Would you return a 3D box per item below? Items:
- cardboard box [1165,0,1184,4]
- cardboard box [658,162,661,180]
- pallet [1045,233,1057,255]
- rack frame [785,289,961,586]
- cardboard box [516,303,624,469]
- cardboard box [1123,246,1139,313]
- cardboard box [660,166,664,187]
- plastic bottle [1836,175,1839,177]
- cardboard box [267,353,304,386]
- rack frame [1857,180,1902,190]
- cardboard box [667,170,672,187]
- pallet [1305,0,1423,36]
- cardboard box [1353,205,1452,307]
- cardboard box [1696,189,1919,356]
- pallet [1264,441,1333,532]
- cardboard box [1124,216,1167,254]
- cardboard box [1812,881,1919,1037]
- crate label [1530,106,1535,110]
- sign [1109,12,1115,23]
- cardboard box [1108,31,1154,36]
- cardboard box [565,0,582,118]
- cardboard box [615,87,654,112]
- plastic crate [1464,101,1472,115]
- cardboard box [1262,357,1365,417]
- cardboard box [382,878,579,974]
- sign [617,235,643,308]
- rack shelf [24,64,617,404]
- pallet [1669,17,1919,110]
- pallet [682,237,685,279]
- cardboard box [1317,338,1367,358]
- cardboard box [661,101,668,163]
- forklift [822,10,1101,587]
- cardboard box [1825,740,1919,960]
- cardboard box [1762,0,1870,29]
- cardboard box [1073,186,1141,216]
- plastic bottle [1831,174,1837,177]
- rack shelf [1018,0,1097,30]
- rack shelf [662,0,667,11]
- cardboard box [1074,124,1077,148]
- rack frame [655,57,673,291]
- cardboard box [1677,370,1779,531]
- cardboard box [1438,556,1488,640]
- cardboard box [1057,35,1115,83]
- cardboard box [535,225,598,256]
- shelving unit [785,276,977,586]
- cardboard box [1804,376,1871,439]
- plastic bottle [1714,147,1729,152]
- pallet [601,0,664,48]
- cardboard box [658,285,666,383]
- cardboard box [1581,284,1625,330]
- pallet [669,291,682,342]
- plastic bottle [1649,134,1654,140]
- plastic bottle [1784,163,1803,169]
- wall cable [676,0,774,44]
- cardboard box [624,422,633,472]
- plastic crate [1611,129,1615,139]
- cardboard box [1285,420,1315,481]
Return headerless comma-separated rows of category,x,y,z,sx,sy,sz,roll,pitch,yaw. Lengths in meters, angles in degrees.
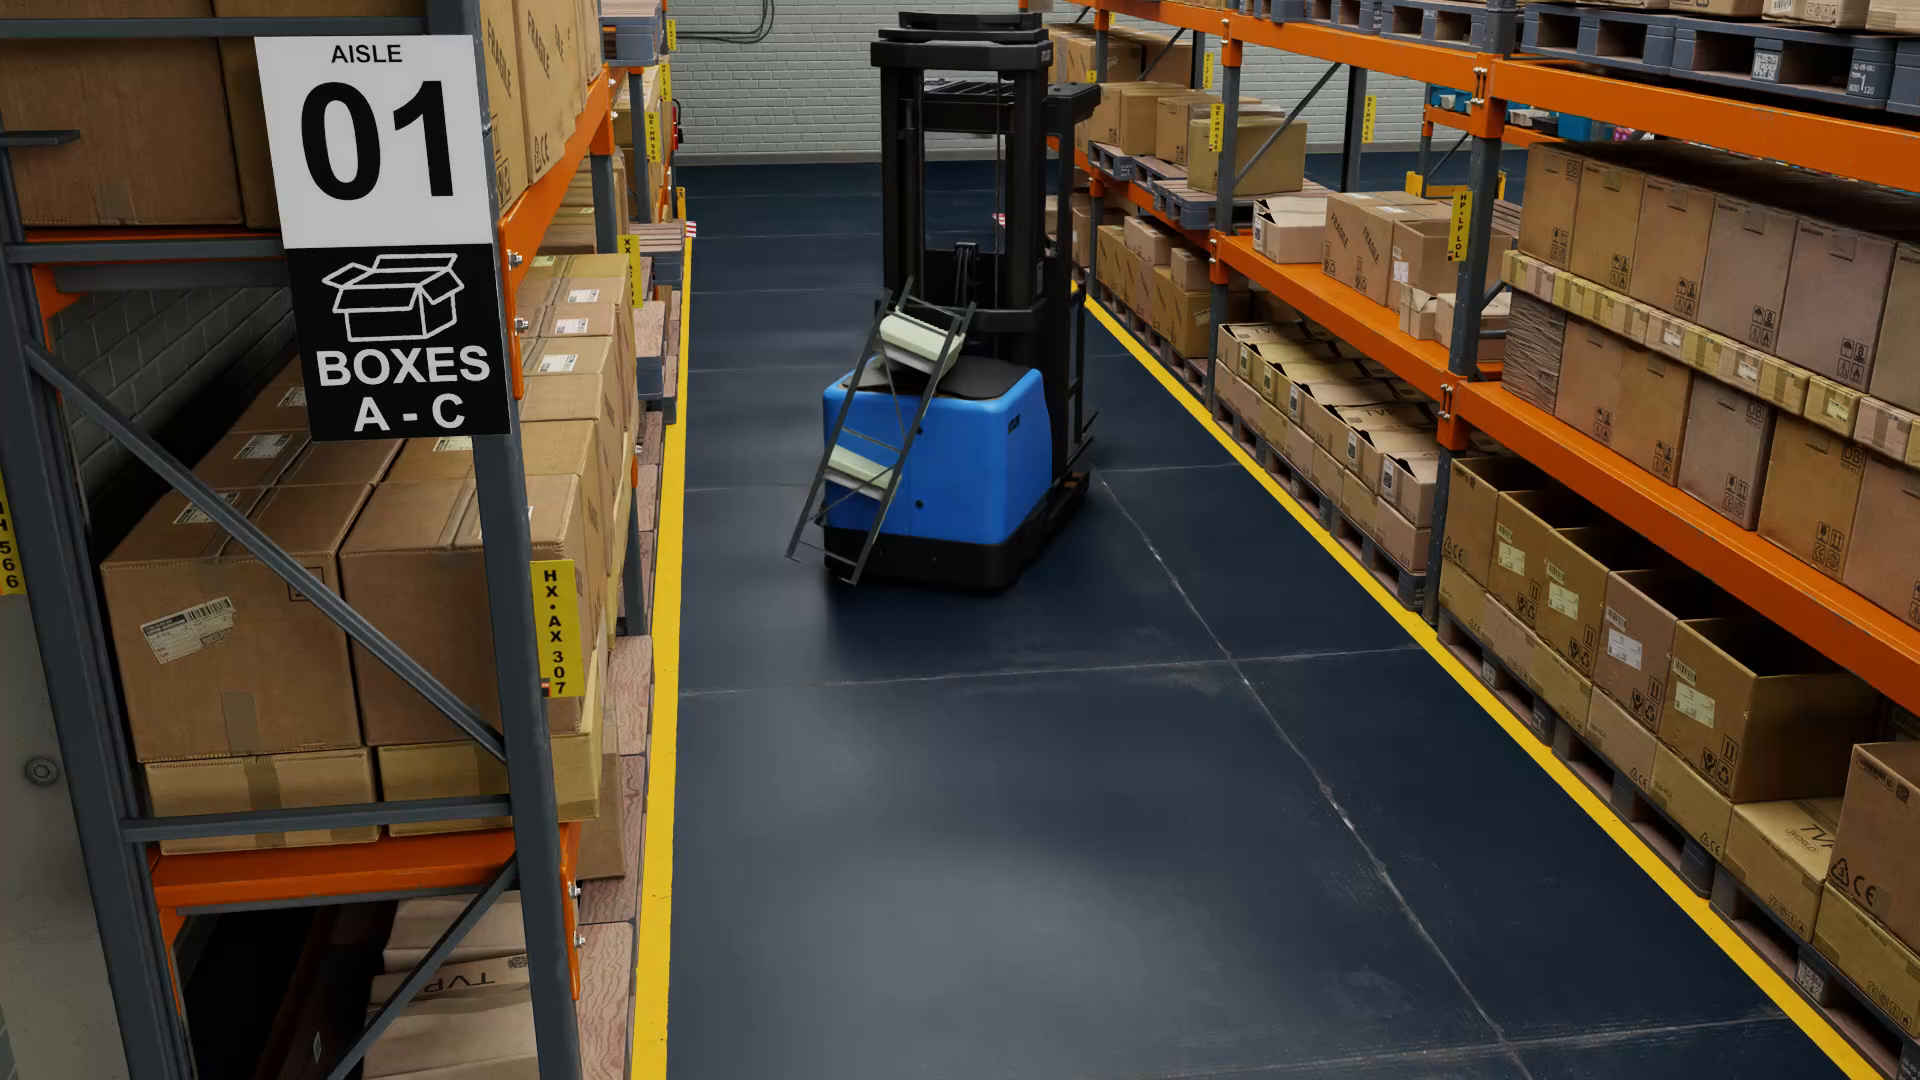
cardboard box,2.078,-4.348,12.641,0.910,0.500,0.500,-3,21,-8
cardboard box,-2.615,-3.049,12.997,0.500,0.500,0.500,-2,21,-6
pallet,1.469,-3.130,17.795,1.003,0.211,1.213,-3,21,-8
rack frame,-0.455,-0.508,8.495,0.400,1.500,0.023,23,16,1
cardboard box,-1.489,-0.549,6.013,0.500,0.500,0.500,-4,21,-9
cardboard box,1.727,-2.273,14.459,0.500,0.500,0.500,-3,21,-7
cardboard box,-2.678,-3.046,13.916,0.380,0.149,0.250,-3,21,-8
plastic bottle,7.359,-3.106,13.929,0.097,0.271,0.097,0,20,0
cardboard box,-1.918,-0.340,5.454,0.500,0.500,0.500,-3,21,-7
rack frame,7.225,-2.639,12.494,1.000,3.000,0.127,-3,21,-8
cardboard box,-3.296,-3.878,17.856,0.380,0.149,0.250,-2,21,-6
pallet,2.673,-3.090,9.684,1.003,0.211,1.213,-2,21,-5
cardboard box,2.656,-1.675,9.770,0.500,0.500,0.500,-3,21,-8
cardboard box,3.186,-0.985,6.070,0.700,0.500,0.500,-3,21,-8
pallet,2.575,-0.376,10.420,1.003,0.211,1.213,-3,21,-8
cardboard box,1.719,-2.636,14.358,0.500,0.250,0.500,-3,21,-8
cardboard box,3.106,1.300,5.278,0.500,0.250,0.500,-3,21,-8
crate label,6.460,-4.844,18.689,0.396,0.136,0.243,-3,21,-8
sign,1.721,-5.872,19.043,0.100,0.325,0.005,-3,21,-8
cardboard box,1.733,-5.003,17.253,0.500,0.500,0.500,-2,21,-6
cardboard box,-1.446,-1.511,5.016,0.500,0.500,0.500,-2,21,-4
cardboard box,-2.543,-3.215,12.369,0.500,0.250,0.500,-3,21,-7
plastic crate,5.843,-4.861,18.735,0.250,0.136,0.298,-3,21,-8
cardboard box,2.263,-1.007,10.654,0.500,0.311,0.500,-3,21,-9
cardboard box,-1.519,1.243,5.316,0.500,0.311,0.500,-1,21,-3
sign,-1.467,-1.190,7.377,0.100,0.325,0.005,-3,21,-8
rack shelf,-1.714,-1.130,5.195,1.077,0.370,4.000,-3,21,-8
pallet,3.220,-1.654,5.696,1.003,0.211,1.213,-3,21,-8
pallet,-3.367,-2.908,17.201,1.003,0.211,1.213,-3,21,-8
cardboard box,2.723,-1.213,11.205,0.500,0.311,0.500,-3,21,-9
cardboard box,-3.218,-3.853,15.317,0.980,0.700,0.700,-3,21,-7
forklift,0.180,-1.604,9.820,1.130,2.935,3.031,6,21,16
cardboard box,3.104,0.949,5.146,0.500,0.500,0.500,-3,21,-8
cardboard box,2.969,-1.824,5.353,0.500,0.311,0.500,-1,20,-1
cardboard box,1.470,-3.462,17.638,0.797,0.503,0.637,-3,21,-8
plastic bottle,6.744,-2.703,12.832,0.061,0.283,0.133,-3,21,-8
rack shelf,1.458,-5.536,16.992,1.077,0.370,4.000,-3,21,-8
rack shelf,-3.444,-5.285,16.320,1.077,0.370,4.000,-3,21,-8
cardboard box,1.344,-4.161,16.426,0.500,0.500,0.500,-2,21,-6
rack frame,-3.156,-3.524,14.864,1.000,3.000,0.127,-3,21,-8
cardboard box,3.195,-0.365,6.265,0.700,0.500,0.500,-2,21,-6
cardboard box,2.666,0.262,8.058,0.500,0.250,0.500,-3,21,-8
cardboard box,1.268,-4.804,16.720,0.500,0.500,0.500,-3,21,-7
cardboard box,-2.042,-1.185,7.830,0.700,0.500,0.500,-3,21,-8
shelving unit,-0.410,-0.597,8.847,0.431,1.500,0.755,23,16,1
cardboard box,3.084,-0.451,5.567,0.380,0.149,0.250,-2,21,-6
plastic bottle,6.552,-3.297,14.328,0.144,0.351,0.185,-3,21,-8
pallet,-2.138,-2.649,8.504,1.213,0.211,1.003,-3,21,-8
cardboard box,-2.555,-1.590,12.159,0.750,0.750,0.750,-3,21,-8
cardboard box,2.861,-0.986,7.000,0.380,0.149,0.250,-3,21,-8
pallet,-2.970,-1.954,14.647,1.003,0.211,1.213,-3,21,-8
plastic bottle,6.380,-3.616,15.294,0.097,0.271,0.097,0,20,0
plastic bottle,7.132,-3.263,14.237,0.144,0.351,0.185,-3,21,-8
wall cable,-4.194,-8.241,23.358,3.097,2.526,0.112,-3,21,-8
cardboard box,-1.571,-0.372,6.610,0.500,0.250,0.500,-3,21,-8
plastic crate,6.722,-4.097,16.689,0.396,0.136,0.243,-3,21,-8
cardboard box,2.335,-0.572,10.289,0.500,0.250,0.500,-2,21,-7
